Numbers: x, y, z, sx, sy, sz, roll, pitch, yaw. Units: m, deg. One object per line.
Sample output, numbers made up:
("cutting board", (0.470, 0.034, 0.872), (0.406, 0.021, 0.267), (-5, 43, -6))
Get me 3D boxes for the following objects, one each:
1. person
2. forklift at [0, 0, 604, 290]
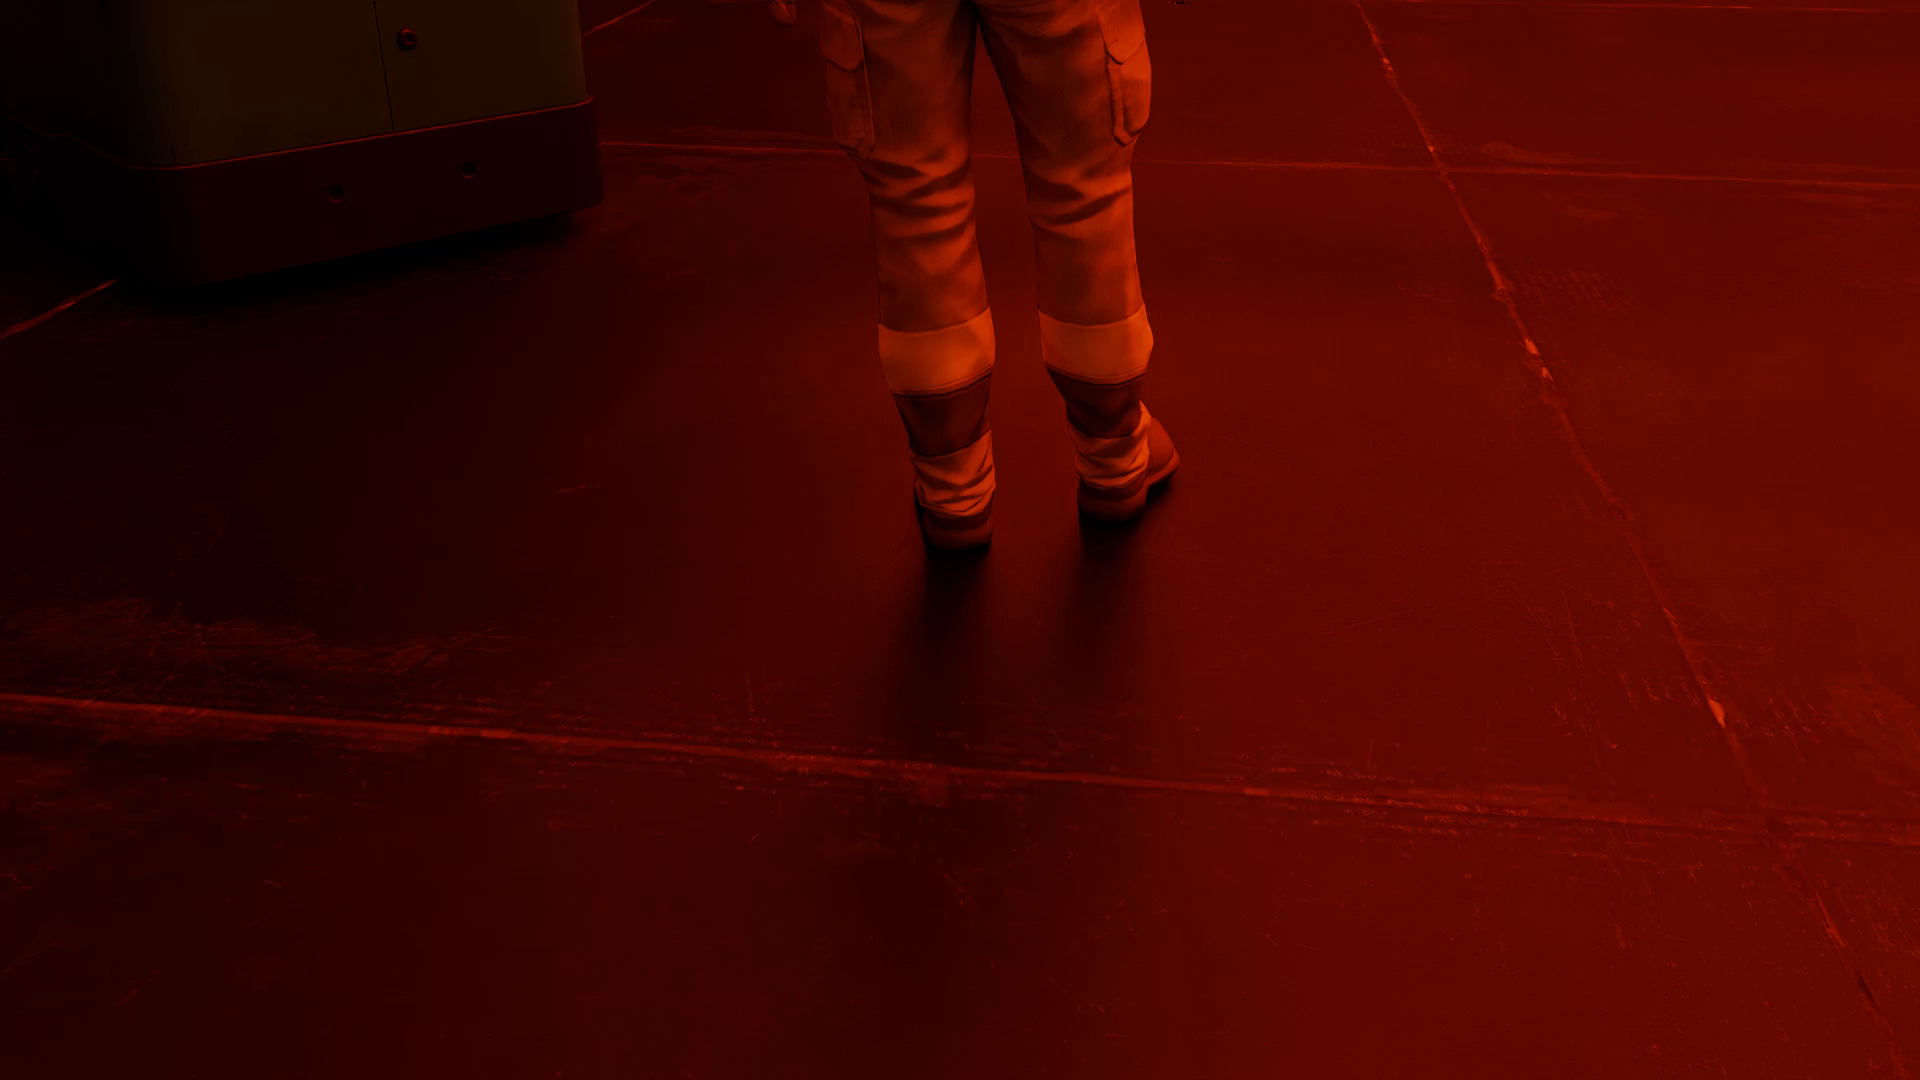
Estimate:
("person", (0.021, -0.842, 2.168), (0.638, 1.789, 0.562), (3, 27, 7))
("forklift", (-2.204, -2.401, 4.030), (1.130, 2.935, 3.031), (-22, 34, -37))
